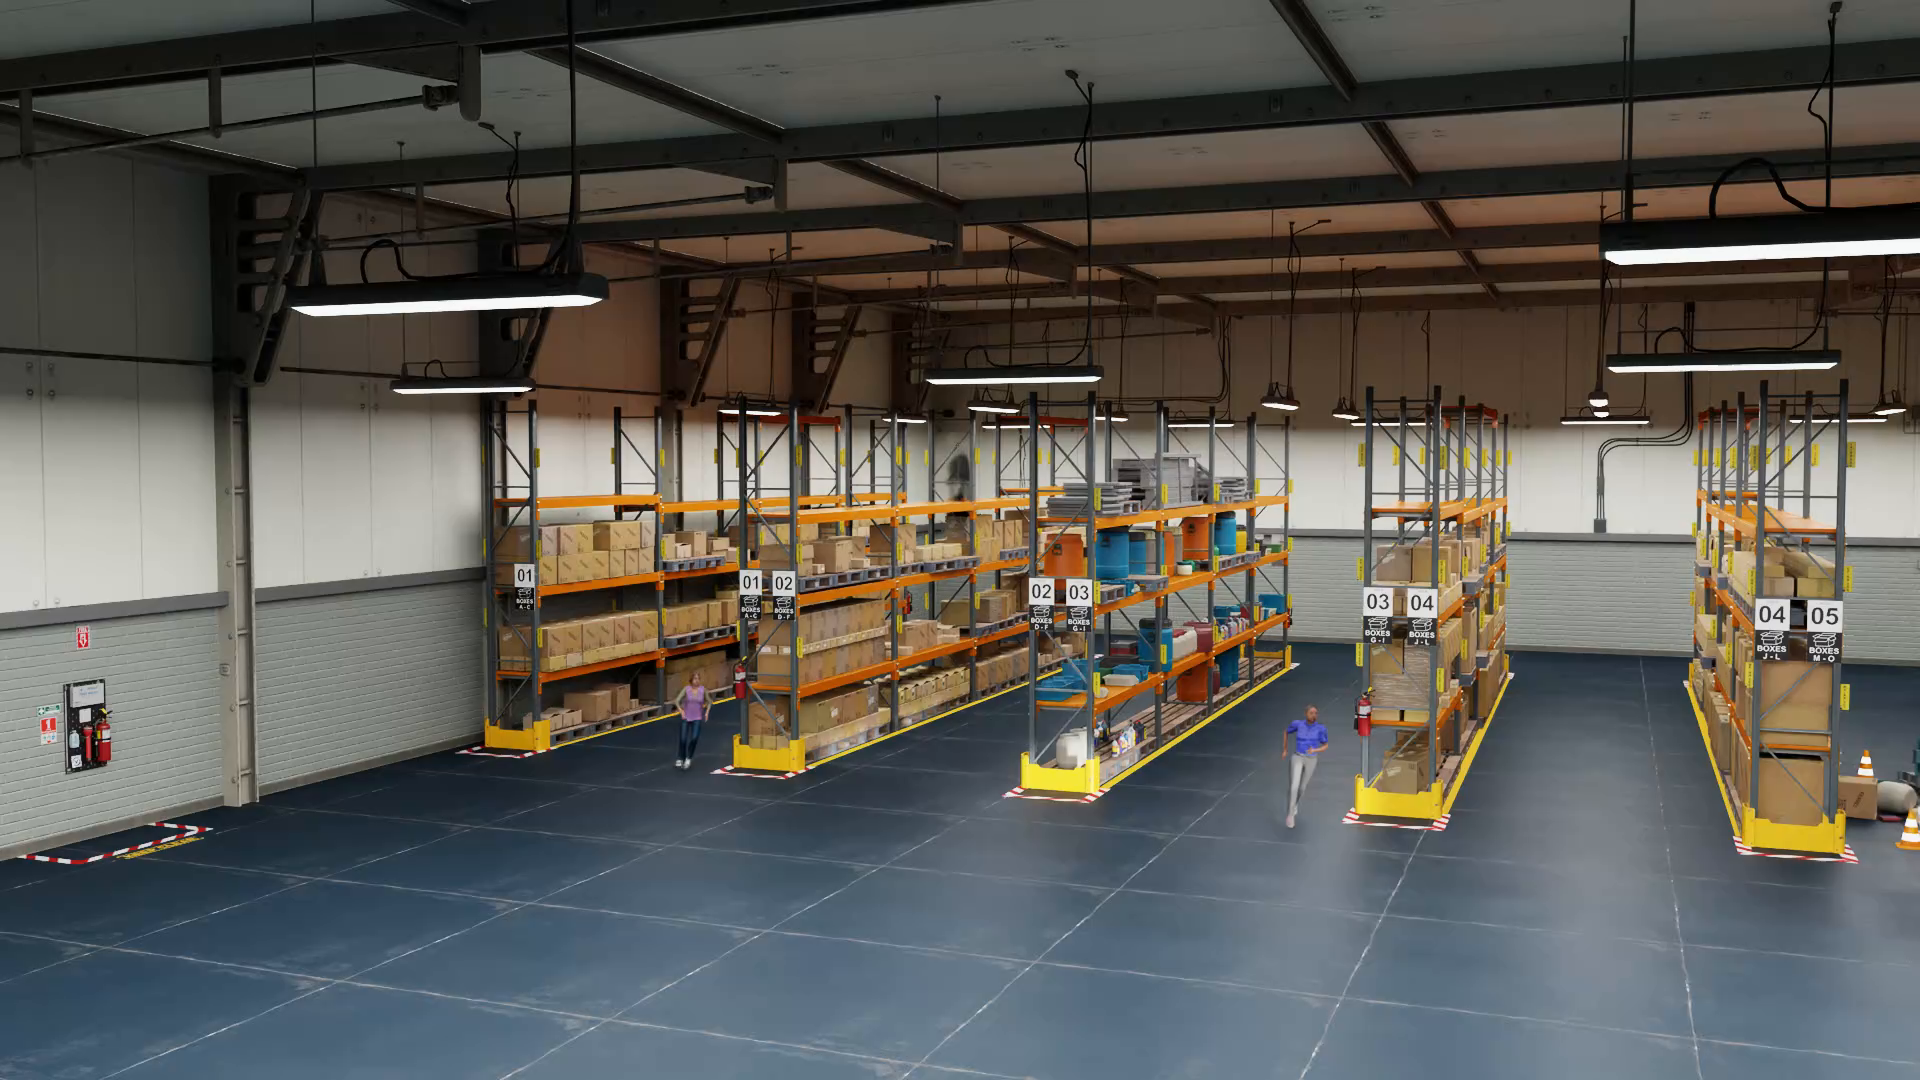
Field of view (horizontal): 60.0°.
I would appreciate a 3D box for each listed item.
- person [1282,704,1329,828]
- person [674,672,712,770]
[{"bbox_3d":[4.733,3.047,22.813,0.622,1.613,0.954,0,3,4],"label":"person"},{"bbox_3d":[-4.299,2.899,26.757,0.603,1.557,0.584,0,3,-9],"label":"person"}]
